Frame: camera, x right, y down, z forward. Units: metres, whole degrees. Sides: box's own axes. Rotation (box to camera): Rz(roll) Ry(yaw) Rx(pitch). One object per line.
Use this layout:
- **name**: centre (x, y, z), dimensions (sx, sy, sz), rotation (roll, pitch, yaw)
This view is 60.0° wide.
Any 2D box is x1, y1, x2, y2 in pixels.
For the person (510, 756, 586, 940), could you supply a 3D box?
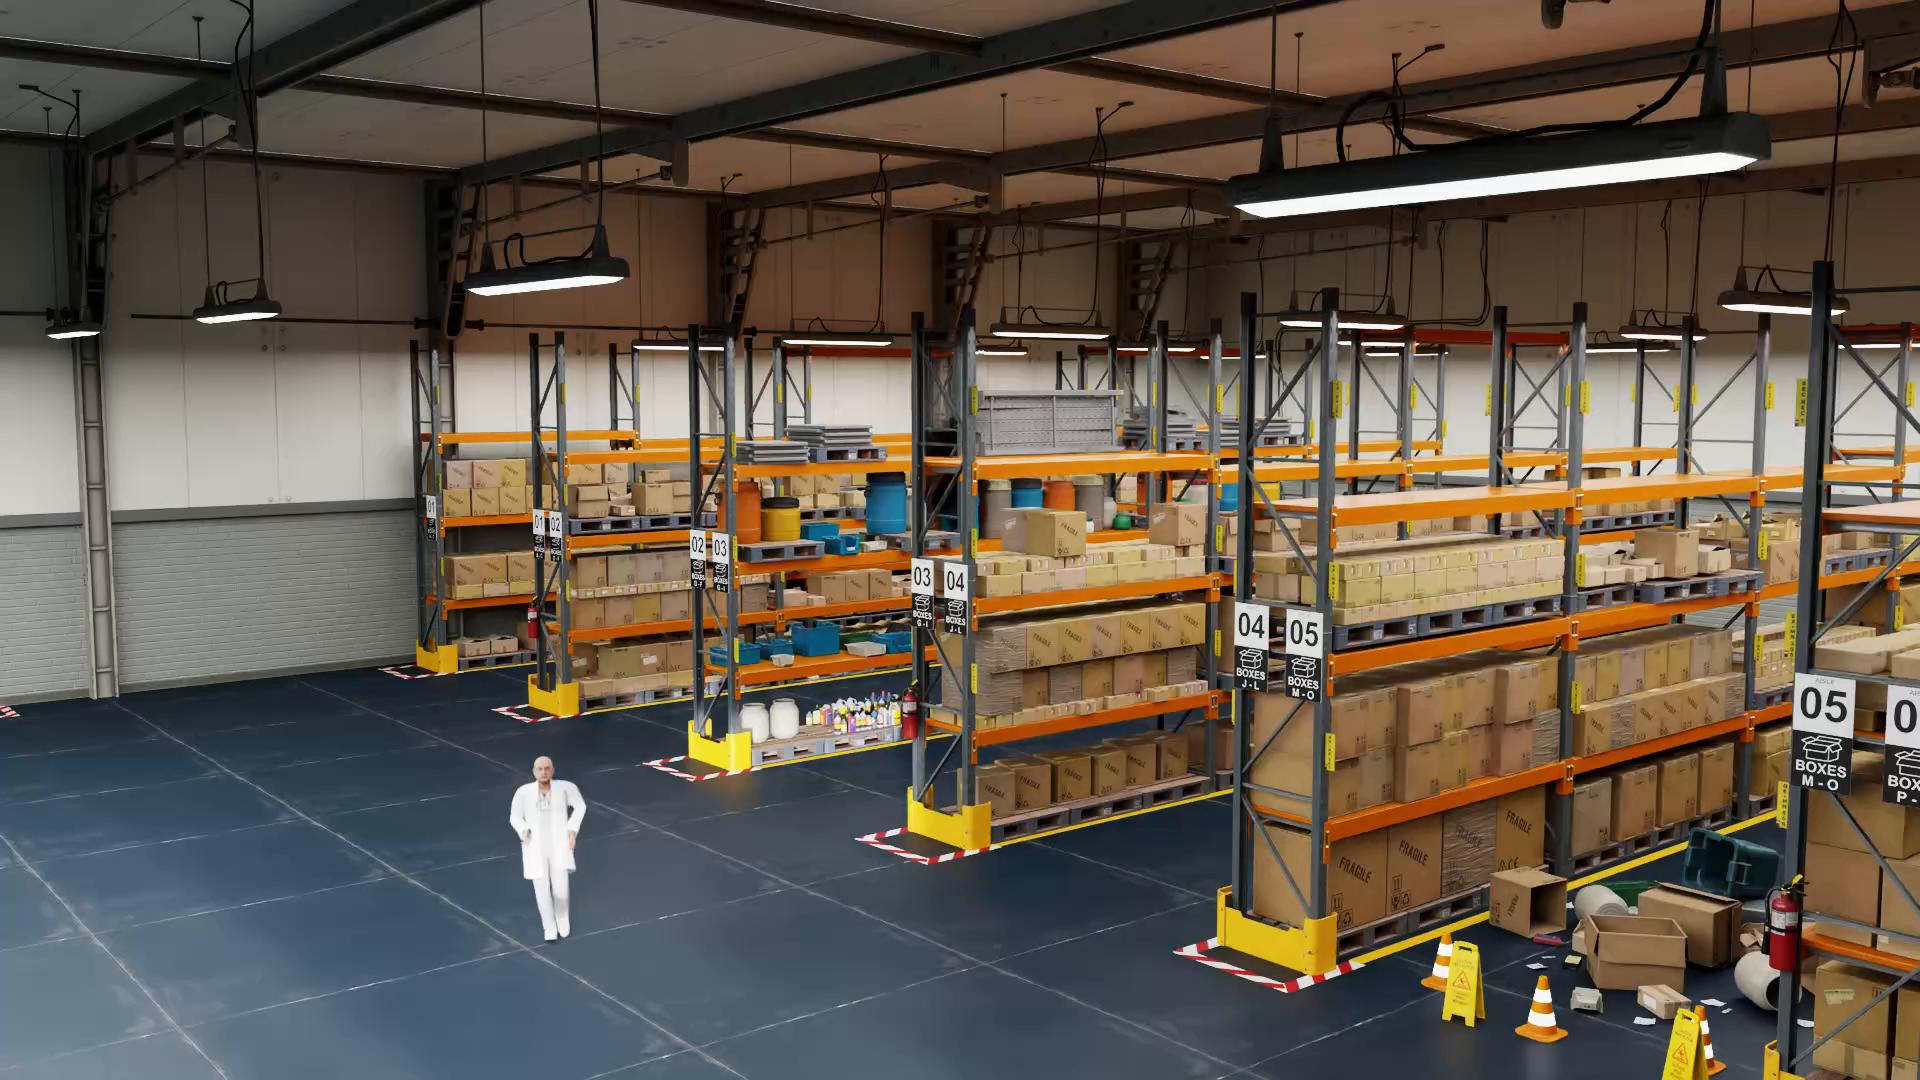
- **person**: centre (-3.809, 2.866, 15.370), dimensions (0.682, 1.735, 0.655), rotation (-1, 5, -10)
